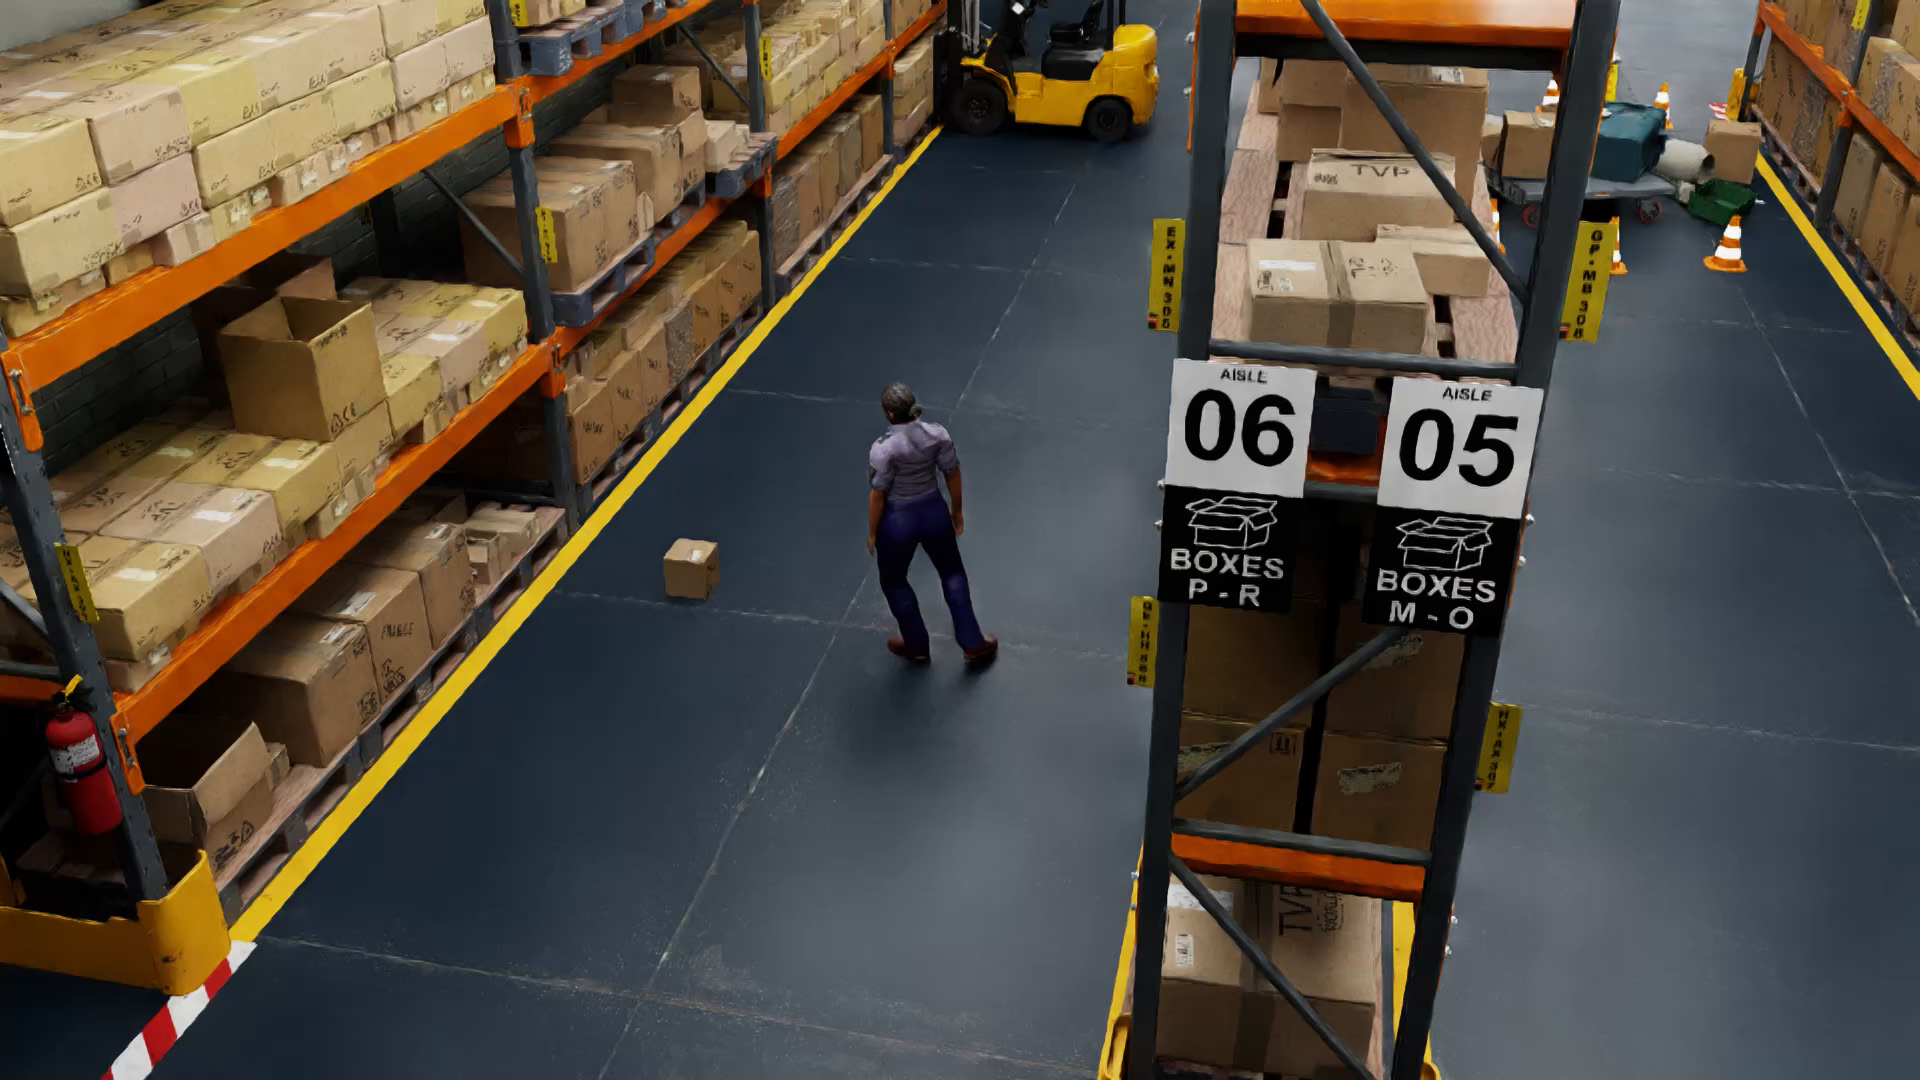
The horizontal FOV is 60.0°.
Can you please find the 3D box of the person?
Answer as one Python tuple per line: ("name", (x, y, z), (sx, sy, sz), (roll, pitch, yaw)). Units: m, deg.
("person", (-0.143, -0.077, 8.788), (0.678, 1.627, 0.511), (-13, 32, -22))
